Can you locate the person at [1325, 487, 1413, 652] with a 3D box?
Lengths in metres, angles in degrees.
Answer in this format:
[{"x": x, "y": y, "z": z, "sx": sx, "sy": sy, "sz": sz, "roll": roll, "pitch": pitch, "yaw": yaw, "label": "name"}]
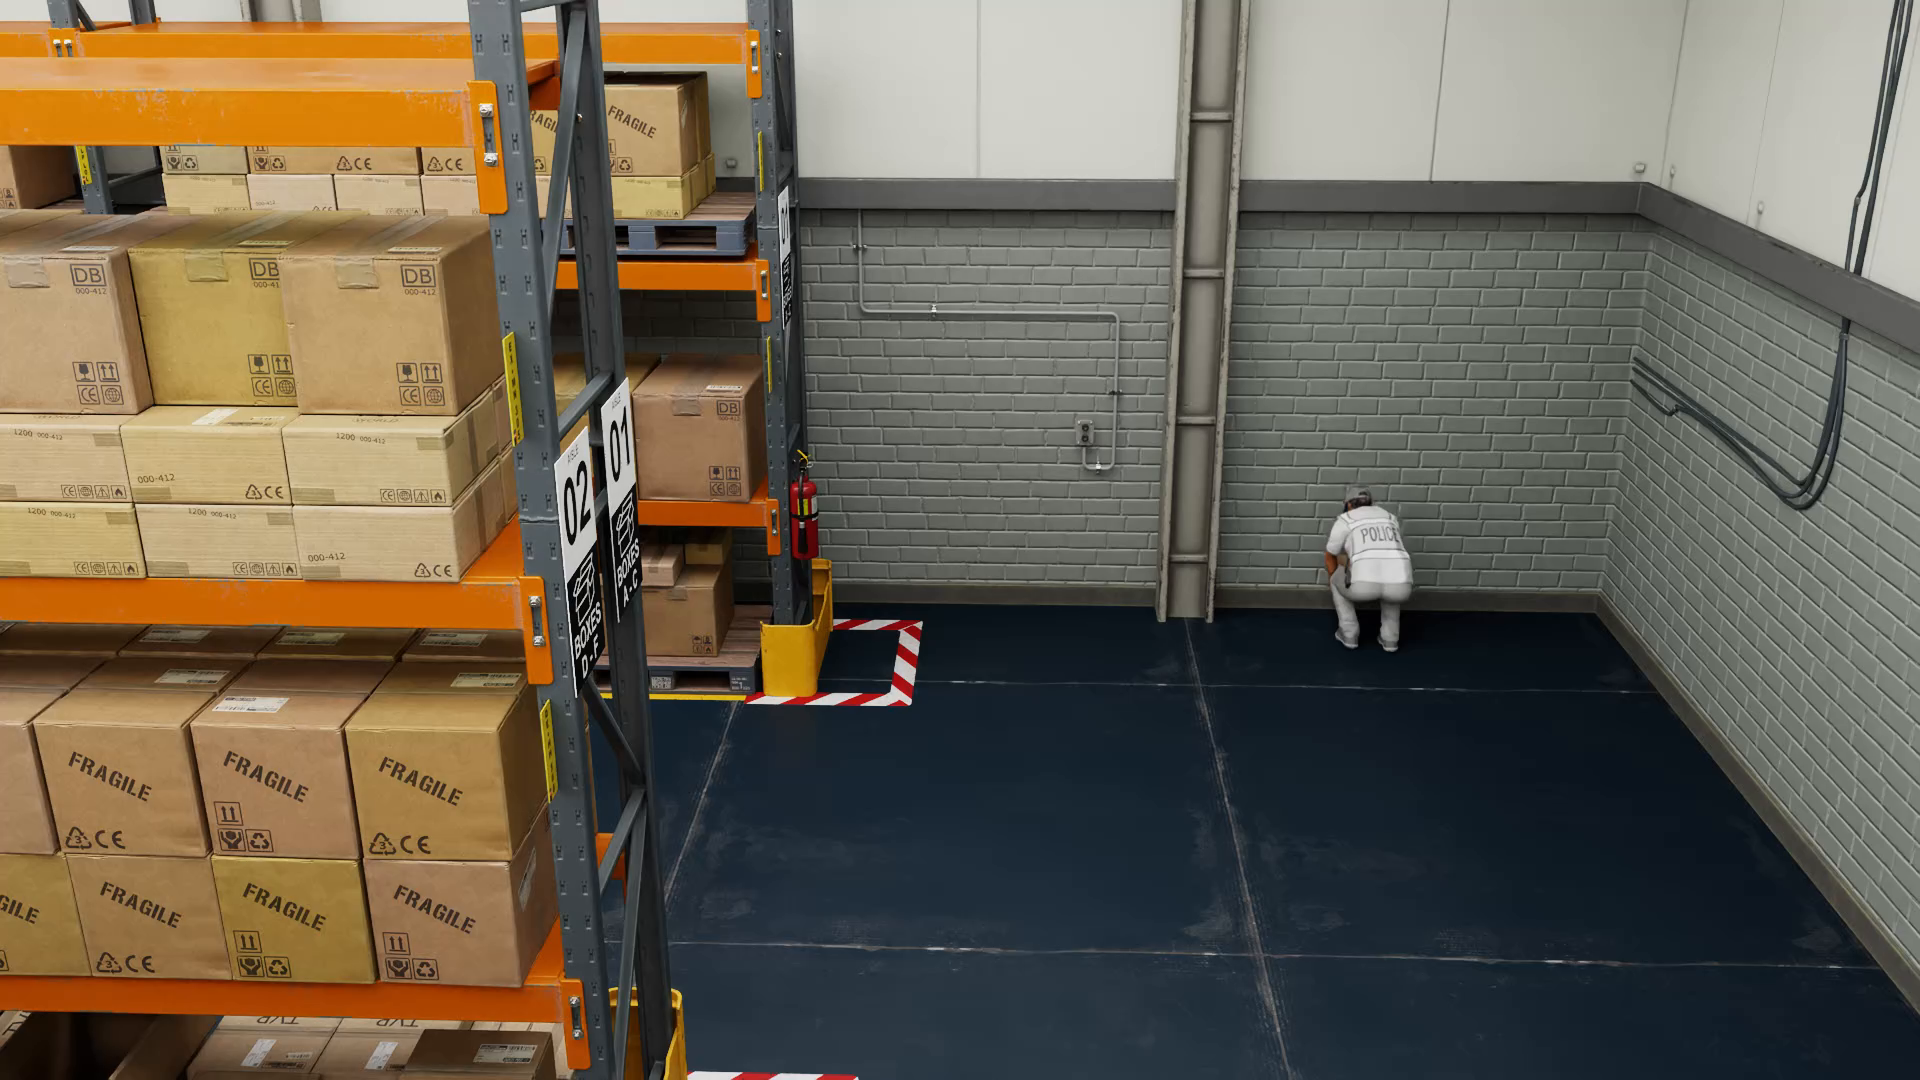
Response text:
[{"x": 2.800, "y": 0.221, "z": 11.412, "sx": 0.528, "sy": 1.021, "sz": 0.835, "roll": 1, "pitch": 21, "yaw": 2, "label": "person"}]
